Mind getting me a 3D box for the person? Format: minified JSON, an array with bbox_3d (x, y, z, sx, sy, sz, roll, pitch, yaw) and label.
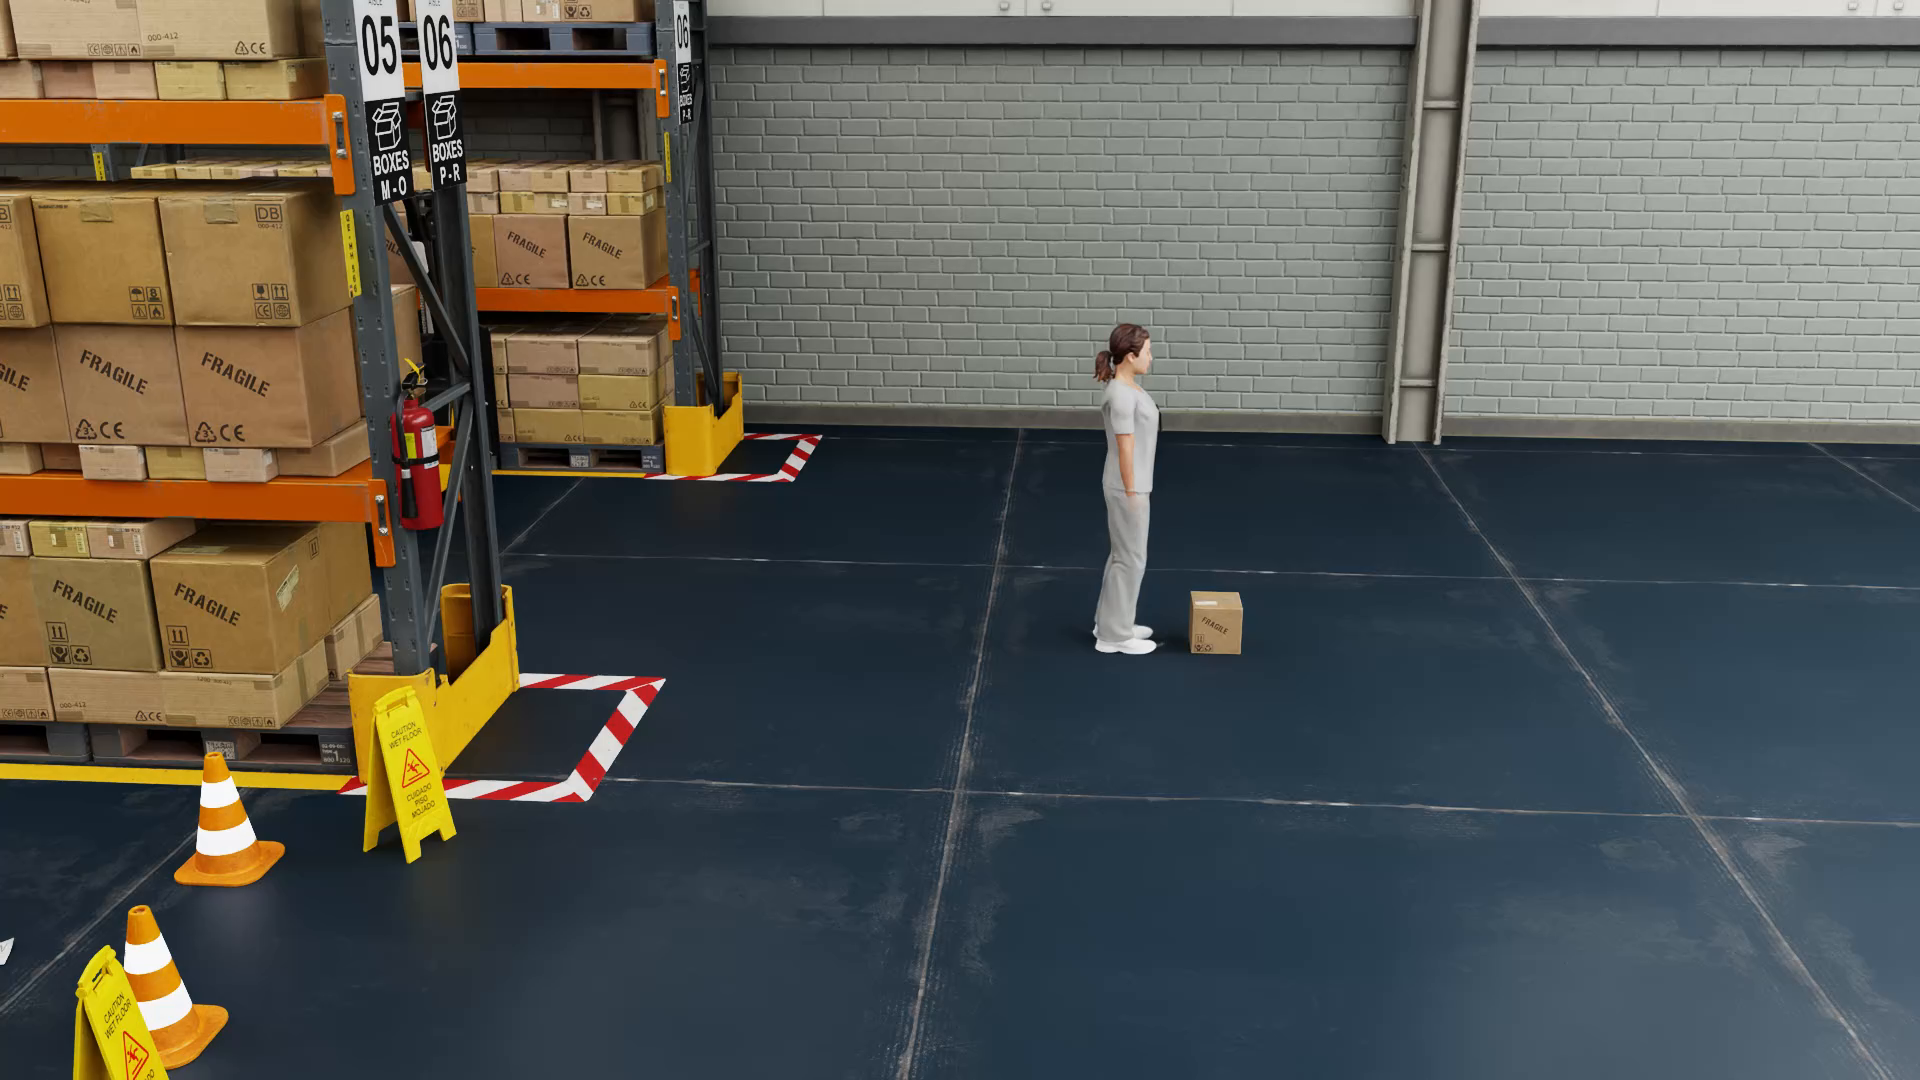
[{"bbox_3d":[0.832,-0.260,8.393,0.363,1.678,0.438,2,18,5],"label":"person"}]
